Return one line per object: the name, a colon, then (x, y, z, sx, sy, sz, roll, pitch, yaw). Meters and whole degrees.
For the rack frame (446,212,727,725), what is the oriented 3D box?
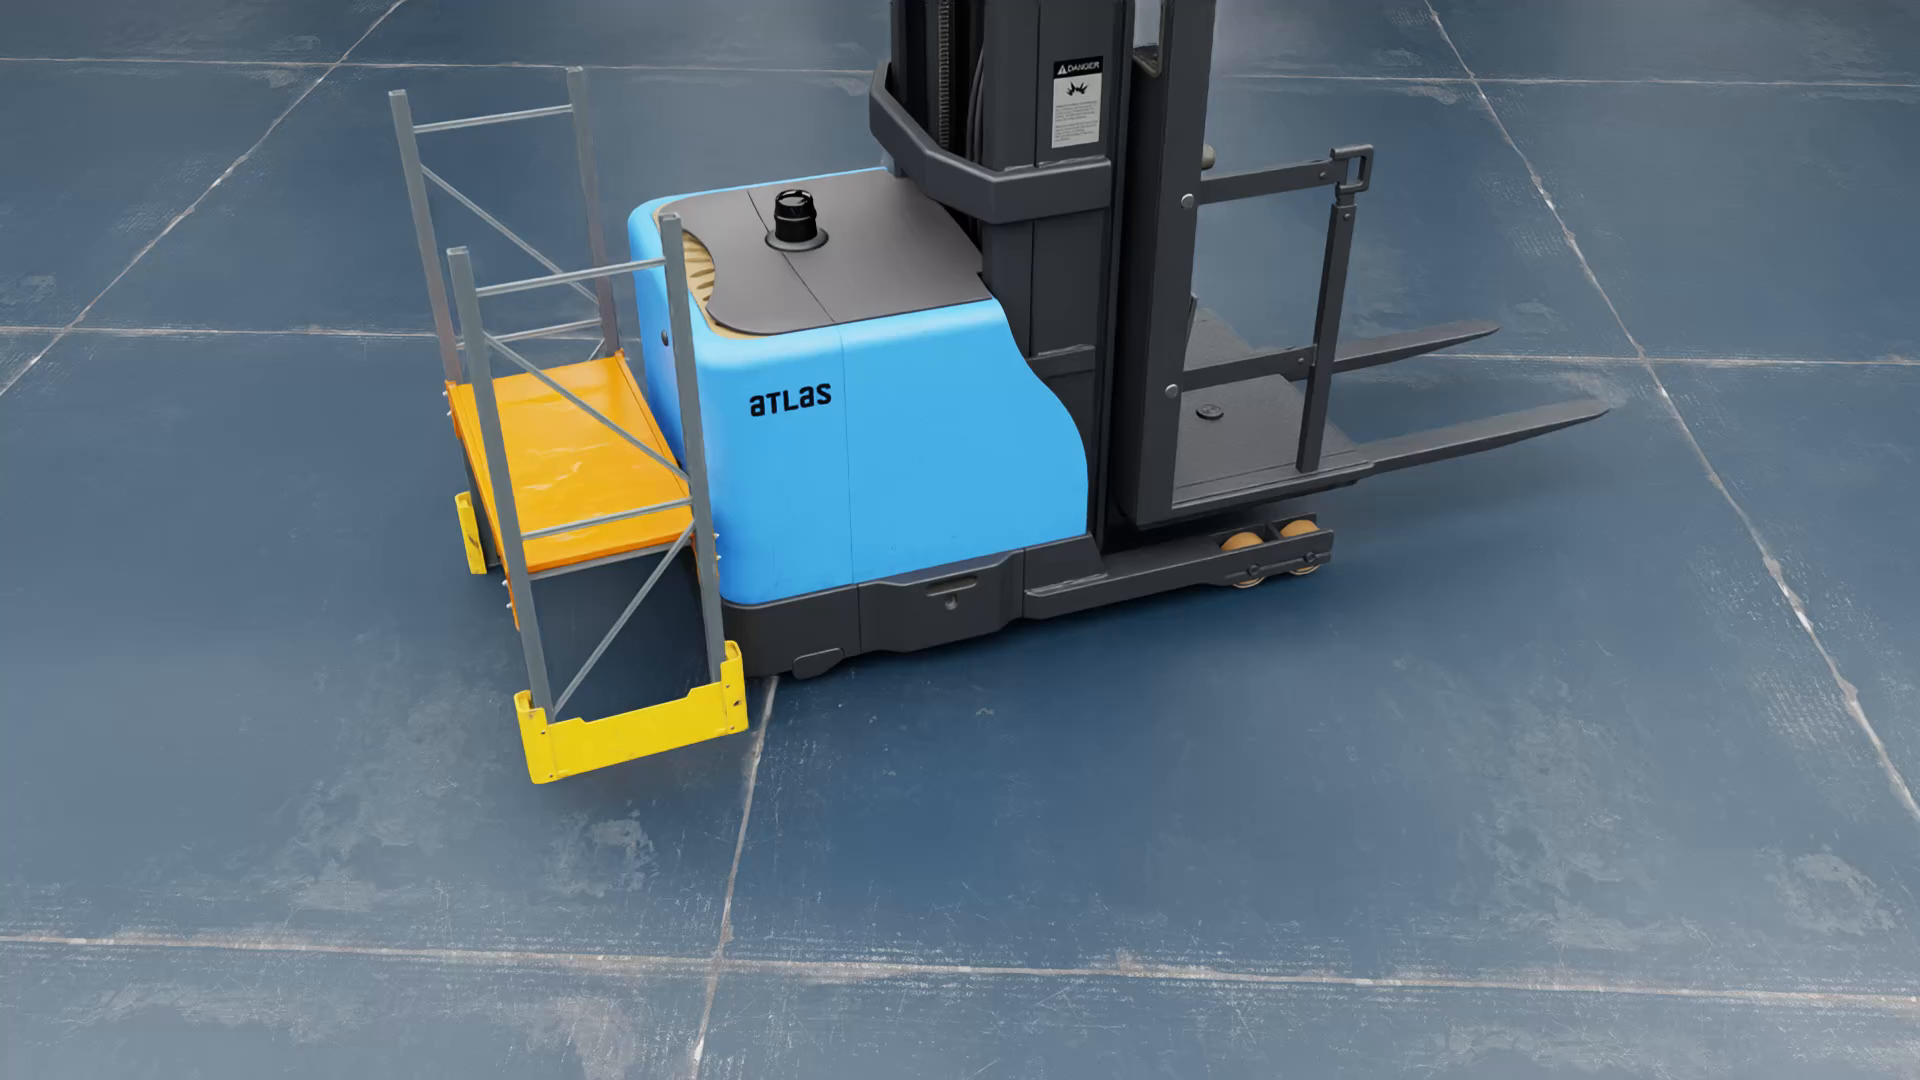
rack frame: (-0.850, -0.048, 4.014, 0.500, 1.500, 0.032, -13, 37, -18)

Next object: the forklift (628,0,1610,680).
forklift: (0.608, -1.327, 4.590, 3.031, 2.935, 1.130, -12, 37, -16)

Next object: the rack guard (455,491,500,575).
rack guard: (-1.237, -0.077, 5.142, 0.587, 0.250, 0.087, -13, 37, -18)

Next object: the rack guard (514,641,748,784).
rack guard: (-0.858, 0.453, 4.388, 0.587, 0.250, 0.087, -13, 37, -18)

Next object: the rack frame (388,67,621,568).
rack frame: (-1.237, -0.589, 4.783, 0.500, 1.500, 0.032, -13, 37, -18)

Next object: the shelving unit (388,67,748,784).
shelving unit: (-1.047, -0.323, 4.405, 0.587, 1.500, 1.083, -13, 37, -18)

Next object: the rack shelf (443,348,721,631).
rack shelf: (-1.044, -0.171, 4.502, 0.538, 0.185, 1.000, -13, 37, -18)
